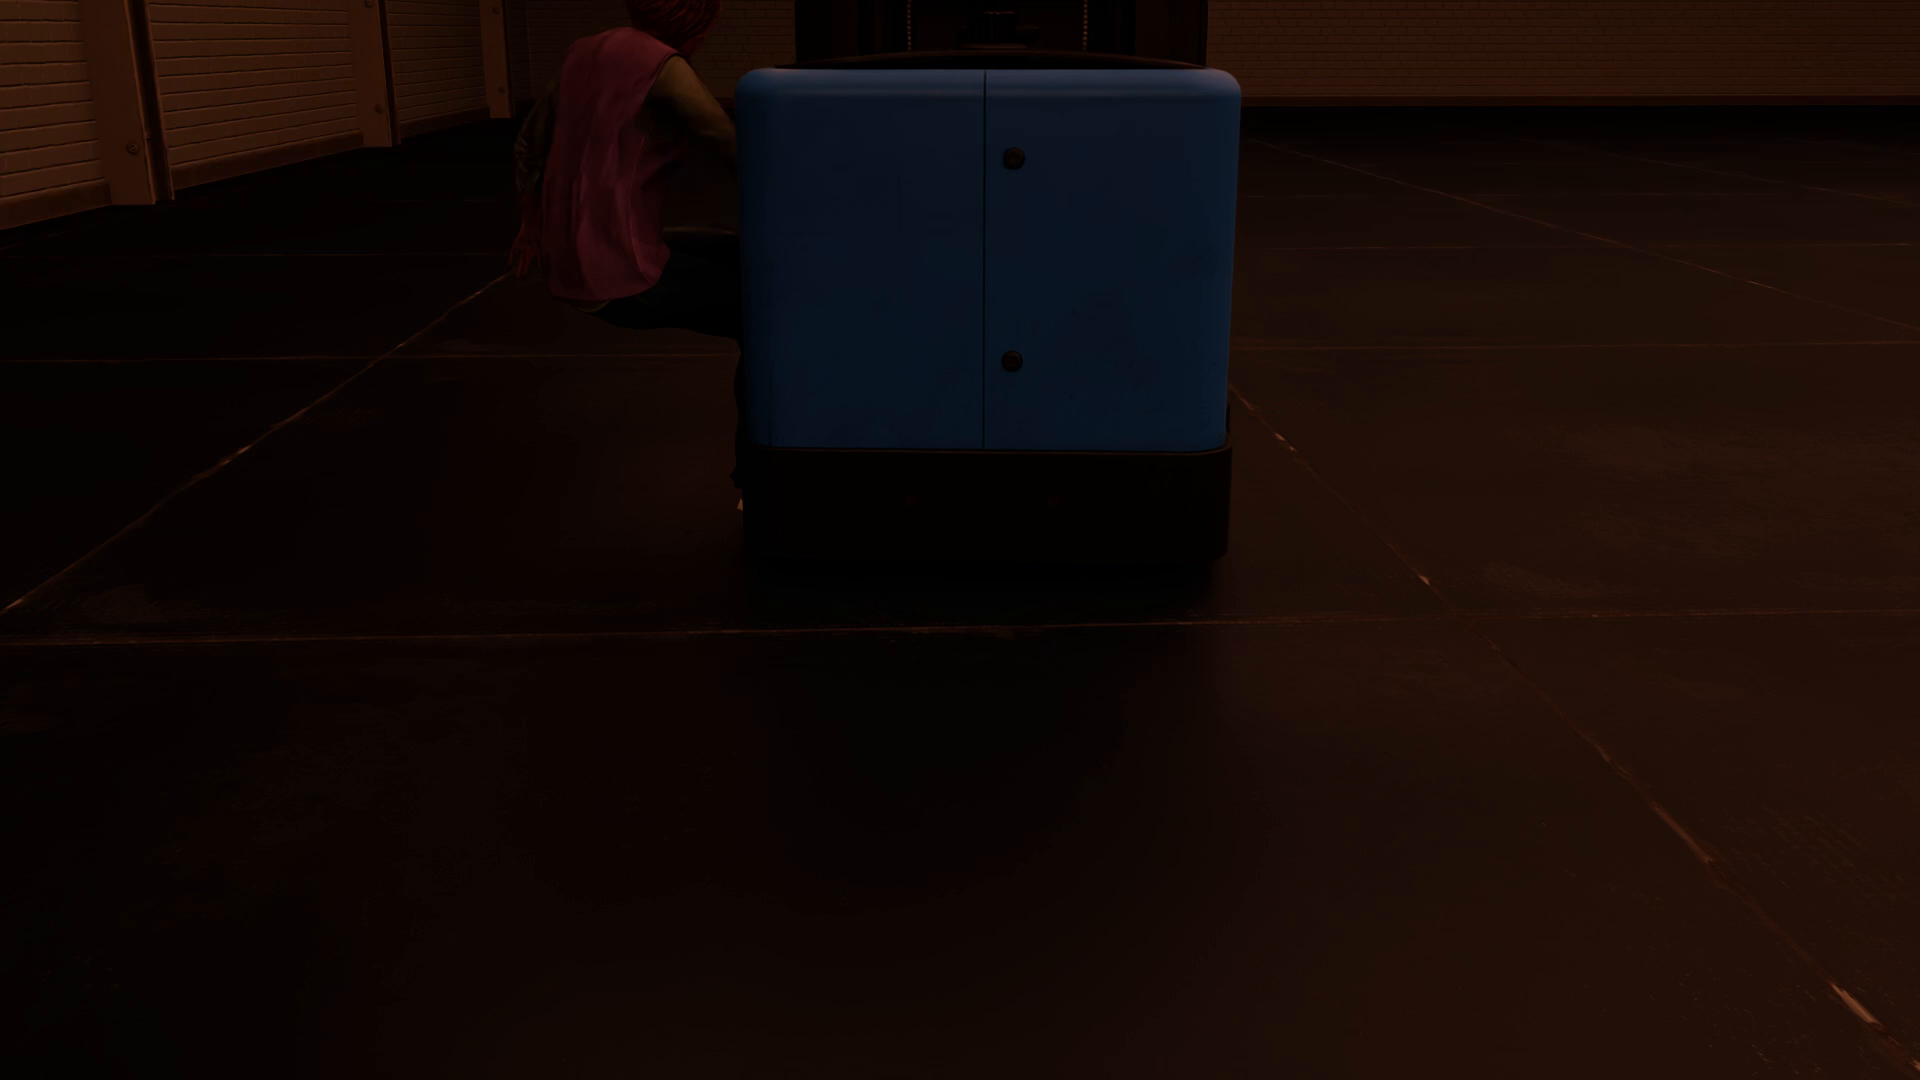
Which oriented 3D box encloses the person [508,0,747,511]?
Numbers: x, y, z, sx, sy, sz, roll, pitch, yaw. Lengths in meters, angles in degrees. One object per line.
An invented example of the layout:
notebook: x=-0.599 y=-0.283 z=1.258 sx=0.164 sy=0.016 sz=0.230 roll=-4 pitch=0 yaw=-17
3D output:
person: x=-0.638 y=-0.717 z=4.094 sx=0.823 sy=1.369 sz=0.778 roll=-15 pitch=23 yaw=-41

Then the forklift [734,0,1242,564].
forklift: x=0.119 y=-1.730 z=4.562 sx=1.130 sy=2.935 sz=3.031 roll=1 pitch=17 yaw=3
